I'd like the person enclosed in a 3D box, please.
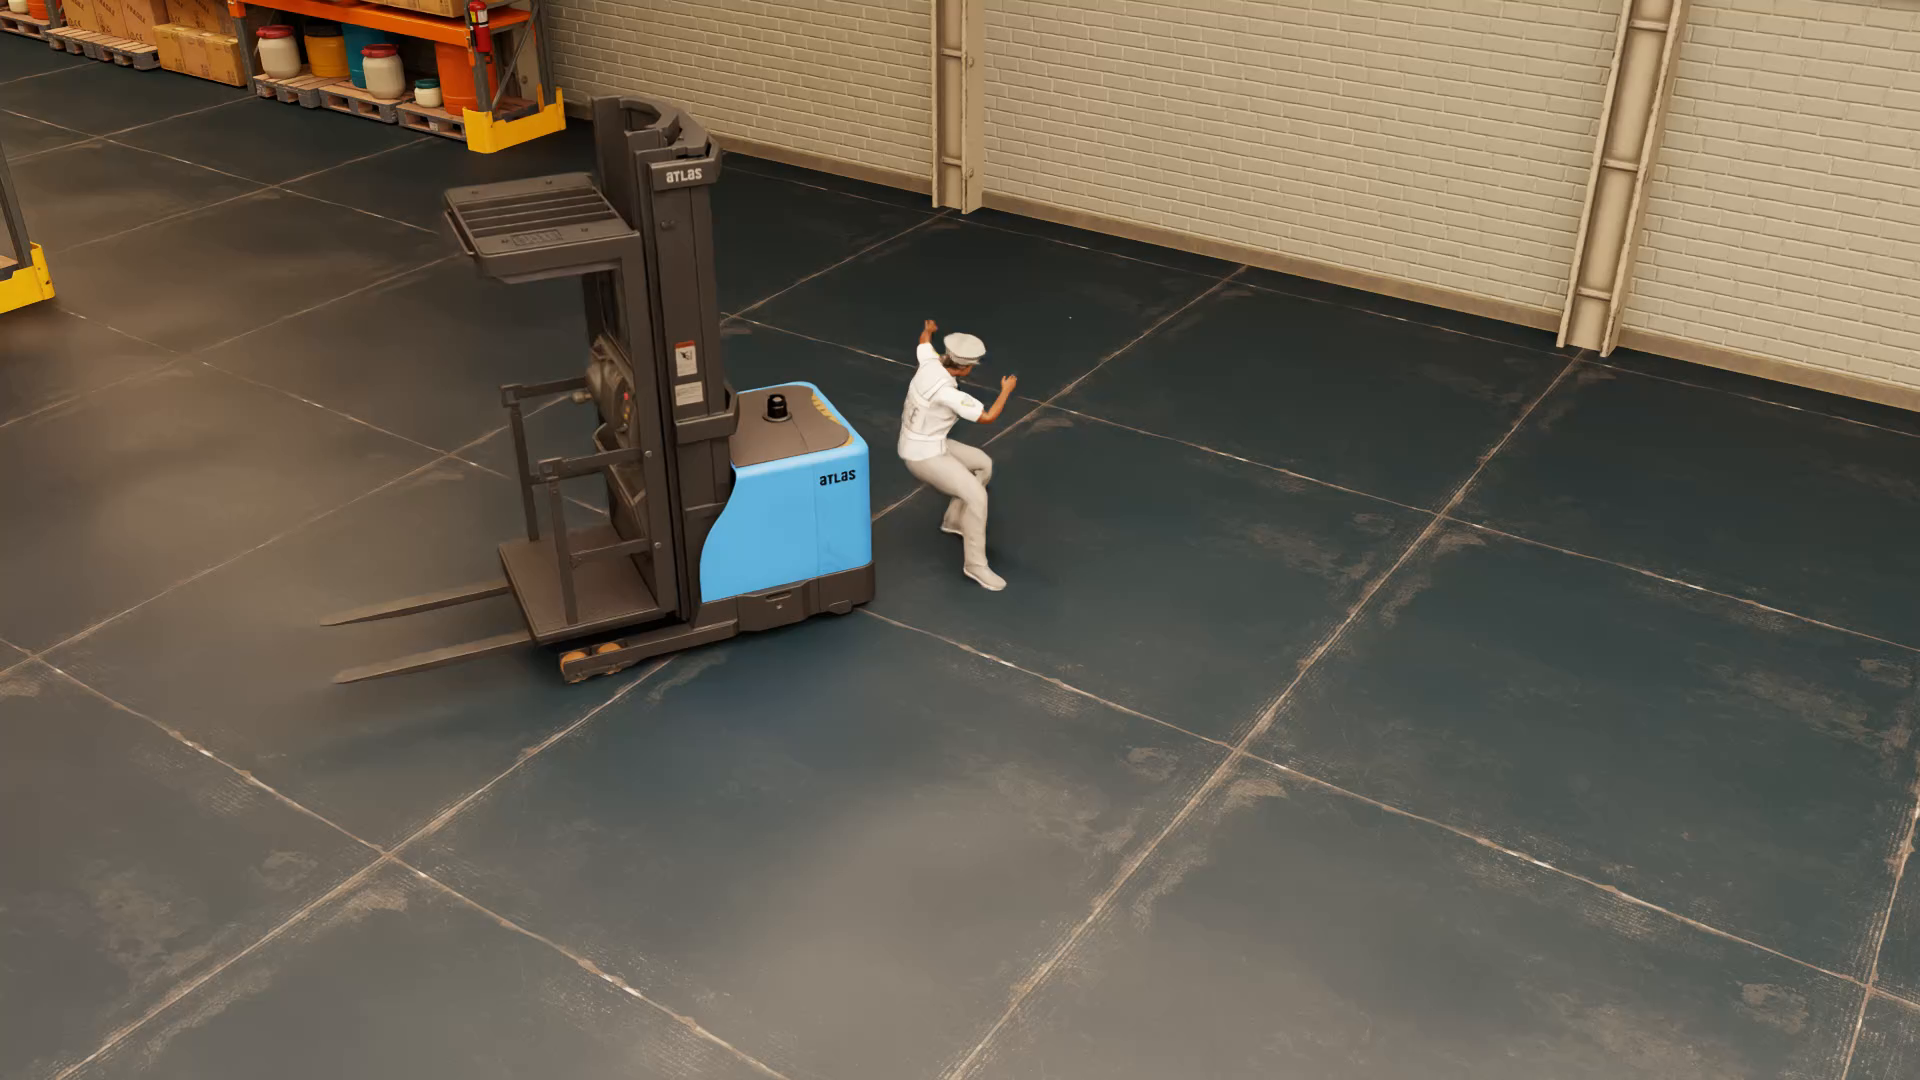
[{"bbox_3d":[-0.023,-0.636,10.258,0.752,1.376,1.490,-5,31,-9],"label":"person"}]

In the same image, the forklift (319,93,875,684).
[{"bbox_3d":[-2.061,-0.788,8.937,3.031,2.935,1.130,-13,33,-21],"label":"forklift"}]
